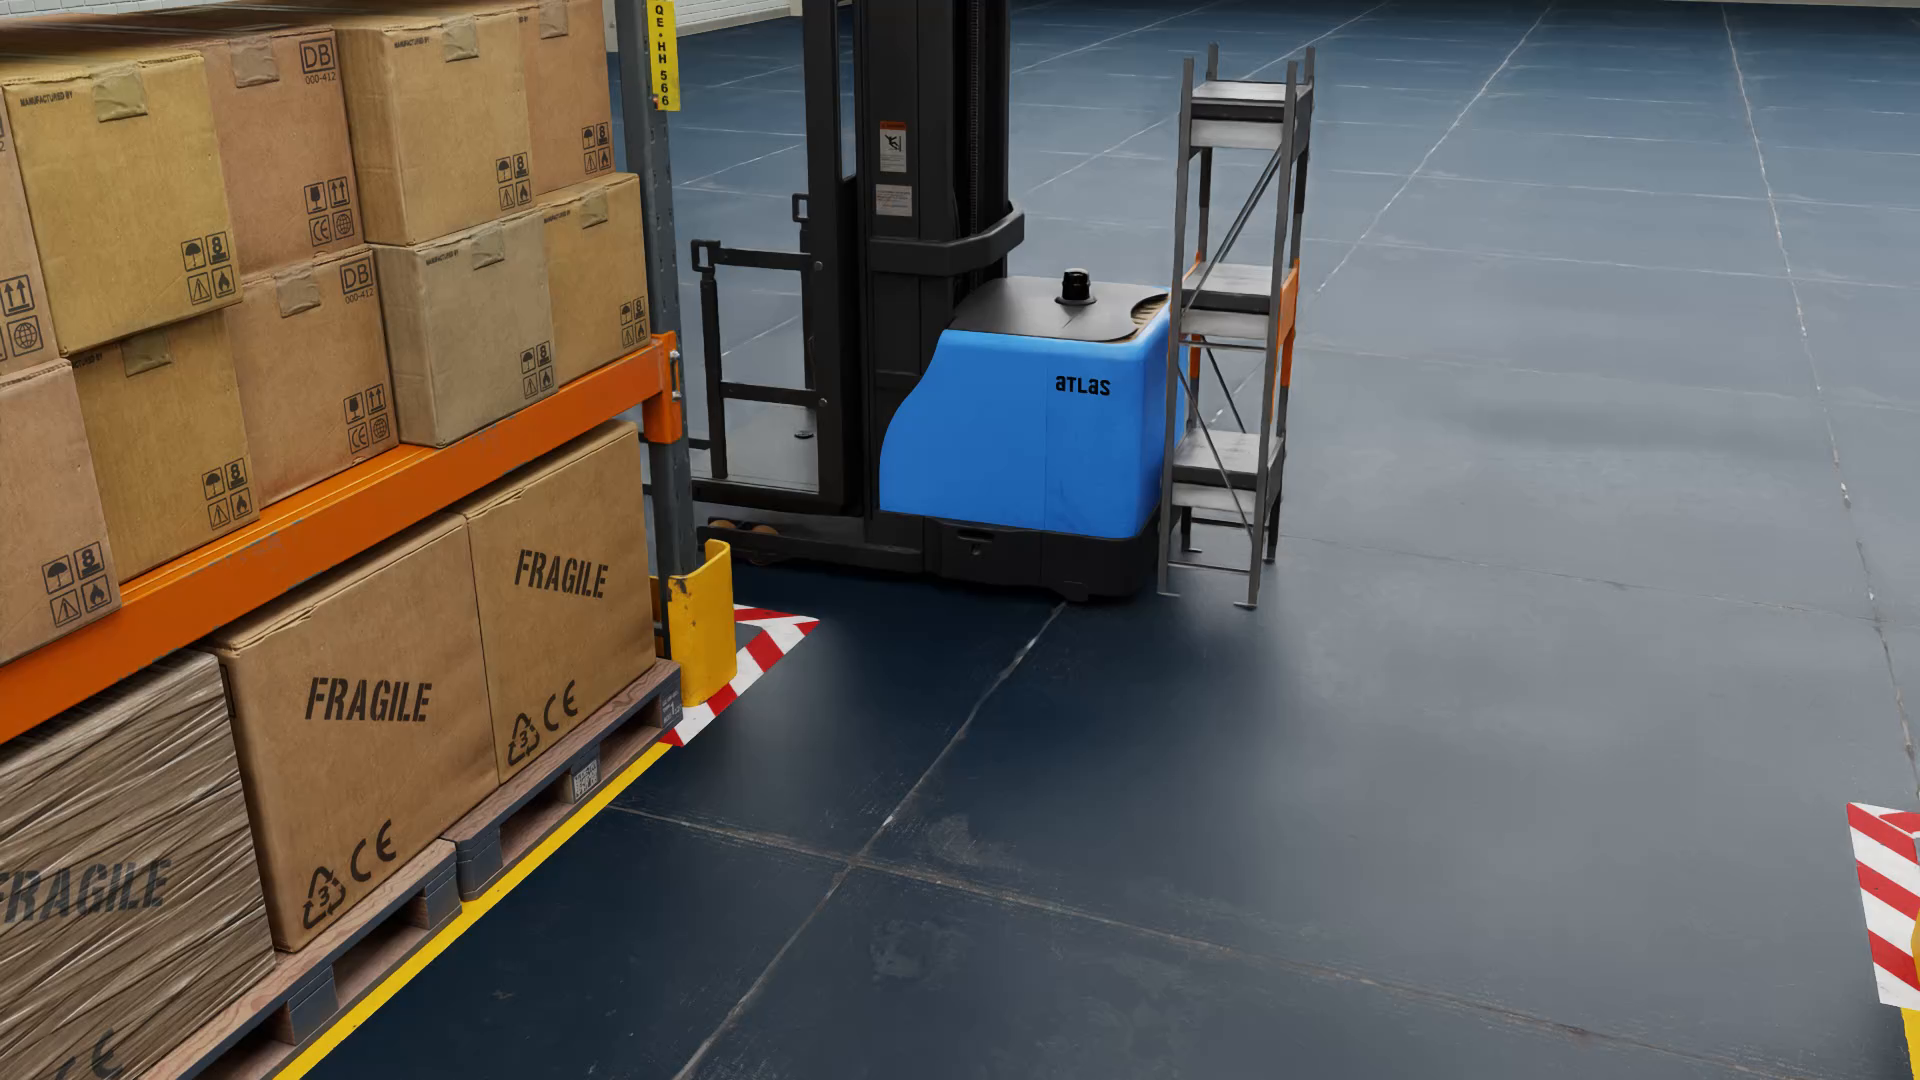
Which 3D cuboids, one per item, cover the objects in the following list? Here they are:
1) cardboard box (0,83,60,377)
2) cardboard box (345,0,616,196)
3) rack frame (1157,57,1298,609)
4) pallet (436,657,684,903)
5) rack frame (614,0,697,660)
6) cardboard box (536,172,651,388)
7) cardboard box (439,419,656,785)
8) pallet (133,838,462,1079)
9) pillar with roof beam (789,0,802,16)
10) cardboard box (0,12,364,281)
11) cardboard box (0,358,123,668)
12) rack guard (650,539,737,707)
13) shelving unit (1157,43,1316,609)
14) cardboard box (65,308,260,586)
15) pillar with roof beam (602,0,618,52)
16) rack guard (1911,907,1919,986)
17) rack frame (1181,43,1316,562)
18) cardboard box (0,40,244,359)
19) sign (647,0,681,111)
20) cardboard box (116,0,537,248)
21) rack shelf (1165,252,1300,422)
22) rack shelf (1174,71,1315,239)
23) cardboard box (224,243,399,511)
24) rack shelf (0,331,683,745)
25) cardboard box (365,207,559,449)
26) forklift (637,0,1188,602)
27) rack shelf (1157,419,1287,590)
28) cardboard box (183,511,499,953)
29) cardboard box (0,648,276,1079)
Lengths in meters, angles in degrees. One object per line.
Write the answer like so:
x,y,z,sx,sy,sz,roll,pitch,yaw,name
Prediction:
-2.303,-0.575,3.139,0.875,0.550,0.550,9,24,20,cardboard box
-1.585,-1.365,5.030,0.875,0.550,0.550,9,24,20,cardboard box
0.987,-0.723,6.257,0.400,2.100,0.015,7,24,17,rack frame
-1.635,0.659,5.398,1.003,0.211,1.213,9,24,20,pallet
-1.411,-0.925,5.572,1.000,3.000,0.127,9,24,20,rack frame
-1.507,-0.855,5.210,0.875,0.550,0.550,9,24,20,cardboard box
-1.601,0.114,5.297,0.875,0.875,0.875,9,24,20,cardboard box
-2.090,1.094,4.356,1.003,0.211,1.213,9,24,20,pallet
1.162,-12.927,26.522,9.100,9.000,0.400,9,24,20,pillar with roof beam
-2.037,-0.974,4.094,0.875,0.550,0.550,9,24,20,cardboard box
-2.278,-0.073,3.338,0.875,0.550,0.550,9,24,20,cardboard box
-1.402,0.220,6.074,1.175,0.500,0.348,9,24,20,rack guard
1.064,-0.812,6.471,0.431,2.100,0.503,7,24,17,shelving unit
-2.174,-0.277,3.826,0.875,0.550,0.500,9,24,20,cardboard box
-1.067,-10.780,21.382,9.100,9.000,0.400,9,24,20,pillar with roof beam
3.129,1.002,4.202,1.175,0.500,0.348,9,24,20,rack guard
1.141,-0.902,6.684,0.400,2.100,0.015,7,24,17,rack frame
-2.114,-0.766,3.596,0.875,0.550,0.500,9,24,20,cardboard box
-0.912,-1.486,5.105,0.100,0.325,0.005,9,24,20,sign
-1.703,-1.155,4.528,0.875,0.550,0.550,9,24,20,cardboard box
1.064,-0.800,6.476,0.431,0.518,0.480,7,24,17,rack shelf
1.064,-1.446,6.206,0.431,0.518,0.480,7,24,17,rack shelf
-2.015,-0.472,4.294,0.875,0.550,0.550,9,24,20,cardboard box
-2.154,0.123,3.997,1.077,0.370,4.000,9,24,20,rack shelf
-1.691,-0.655,4.731,0.875,0.550,0.550,9,24,20,cardboard box
-0.594,-1.429,6.867,3.031,2.935,1.130,7,24,17,forklift
1.064,-0.154,6.746,0.431,0.518,0.480,7,24,17,rack shelf
-1.926,0.429,4.542,0.875,0.875,0.875,8,24,19,cardboard box
-2.267,0.755,3.762,0.875,0.875,0.875,9,24,20,cardboard box
